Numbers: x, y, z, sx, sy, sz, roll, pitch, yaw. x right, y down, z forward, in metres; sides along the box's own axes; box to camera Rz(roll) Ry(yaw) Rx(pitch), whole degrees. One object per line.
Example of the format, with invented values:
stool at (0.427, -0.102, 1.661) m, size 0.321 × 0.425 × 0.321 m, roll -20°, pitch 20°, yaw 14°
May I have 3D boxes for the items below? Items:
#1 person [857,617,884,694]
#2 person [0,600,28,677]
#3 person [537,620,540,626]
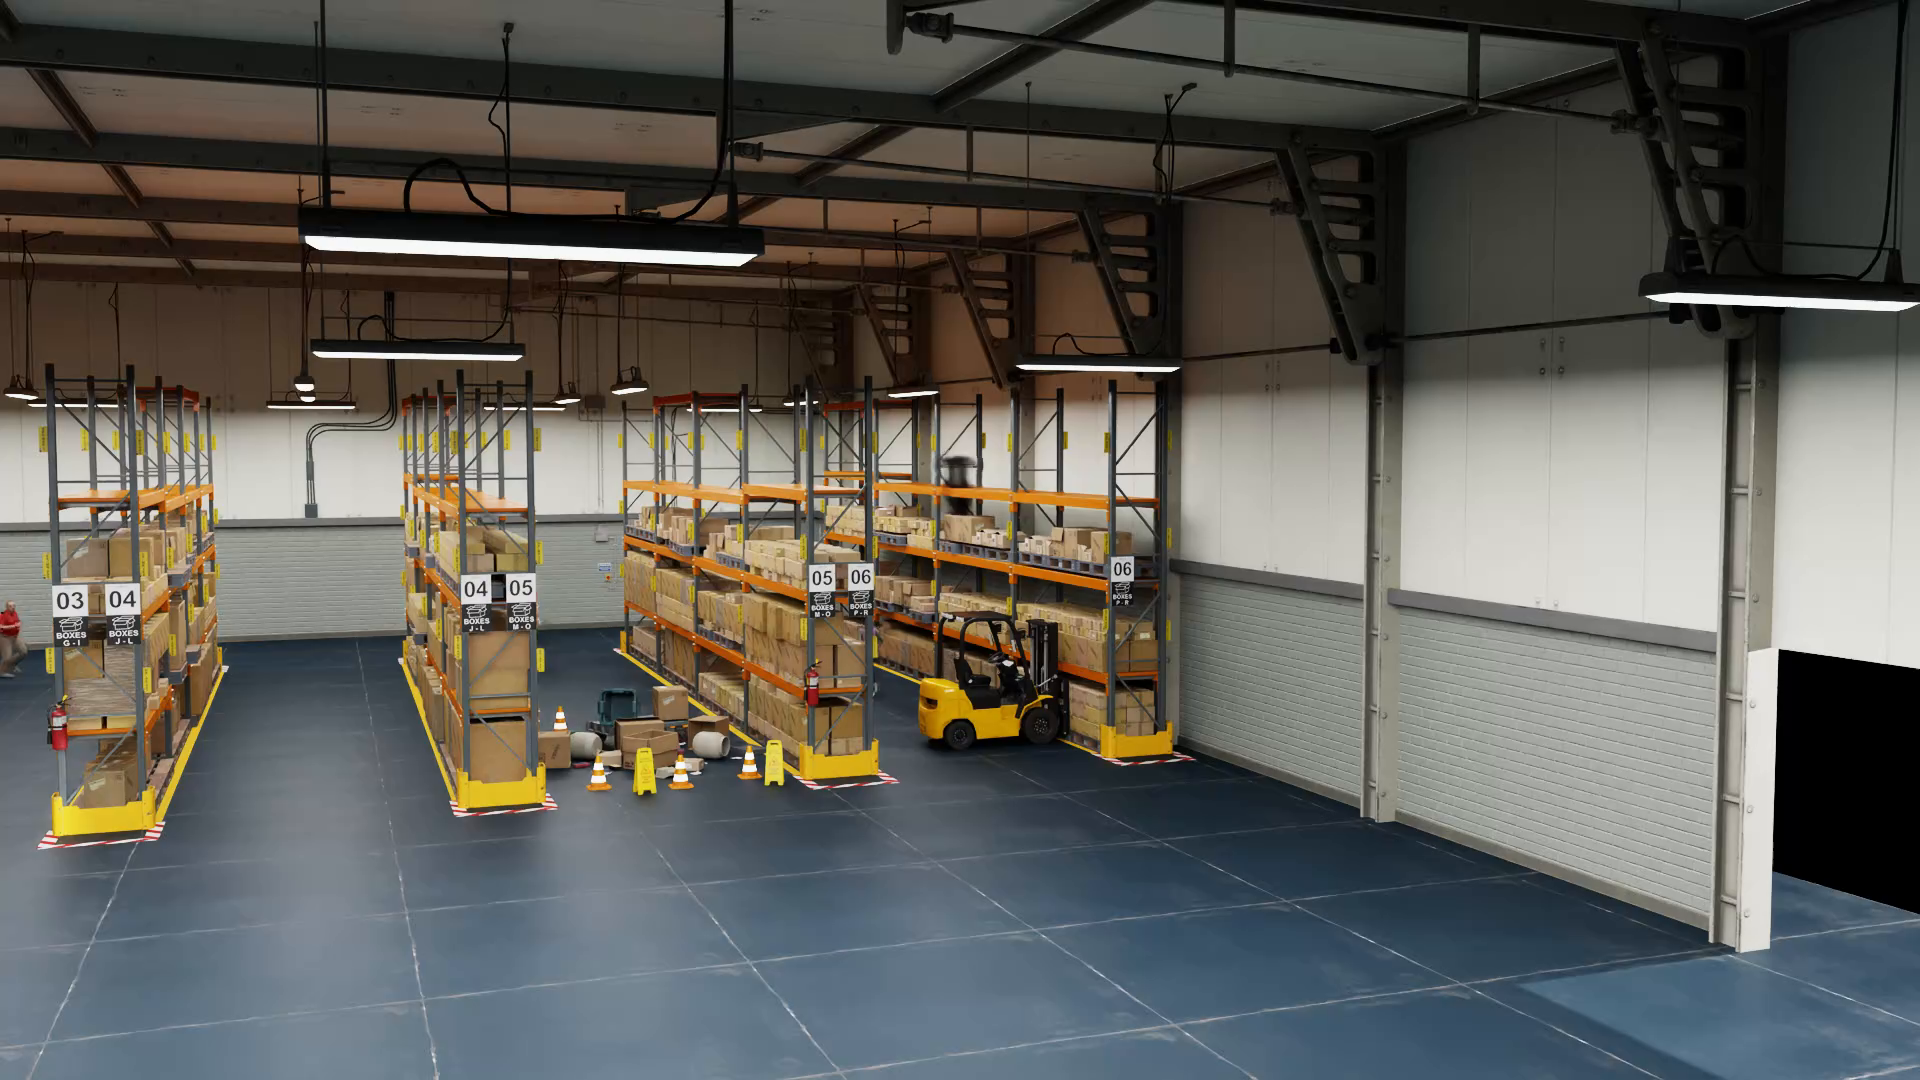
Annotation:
person at (-1.849, 2.279, 32.976) m, size 0.525 × 1.561 × 0.619 m, roll -2°, pitch 4°, yaw -31°
person at (-20.170, 2.114, 35.366) m, size 0.841 × 1.667 × 0.674 m, roll 1°, pitch 4°, yaw 20°
person at (-9.844, 1.976, 37.407) m, size 0.792 × 1.729 × 0.717 m, roll 0°, pitch 3°, yaw 3°
